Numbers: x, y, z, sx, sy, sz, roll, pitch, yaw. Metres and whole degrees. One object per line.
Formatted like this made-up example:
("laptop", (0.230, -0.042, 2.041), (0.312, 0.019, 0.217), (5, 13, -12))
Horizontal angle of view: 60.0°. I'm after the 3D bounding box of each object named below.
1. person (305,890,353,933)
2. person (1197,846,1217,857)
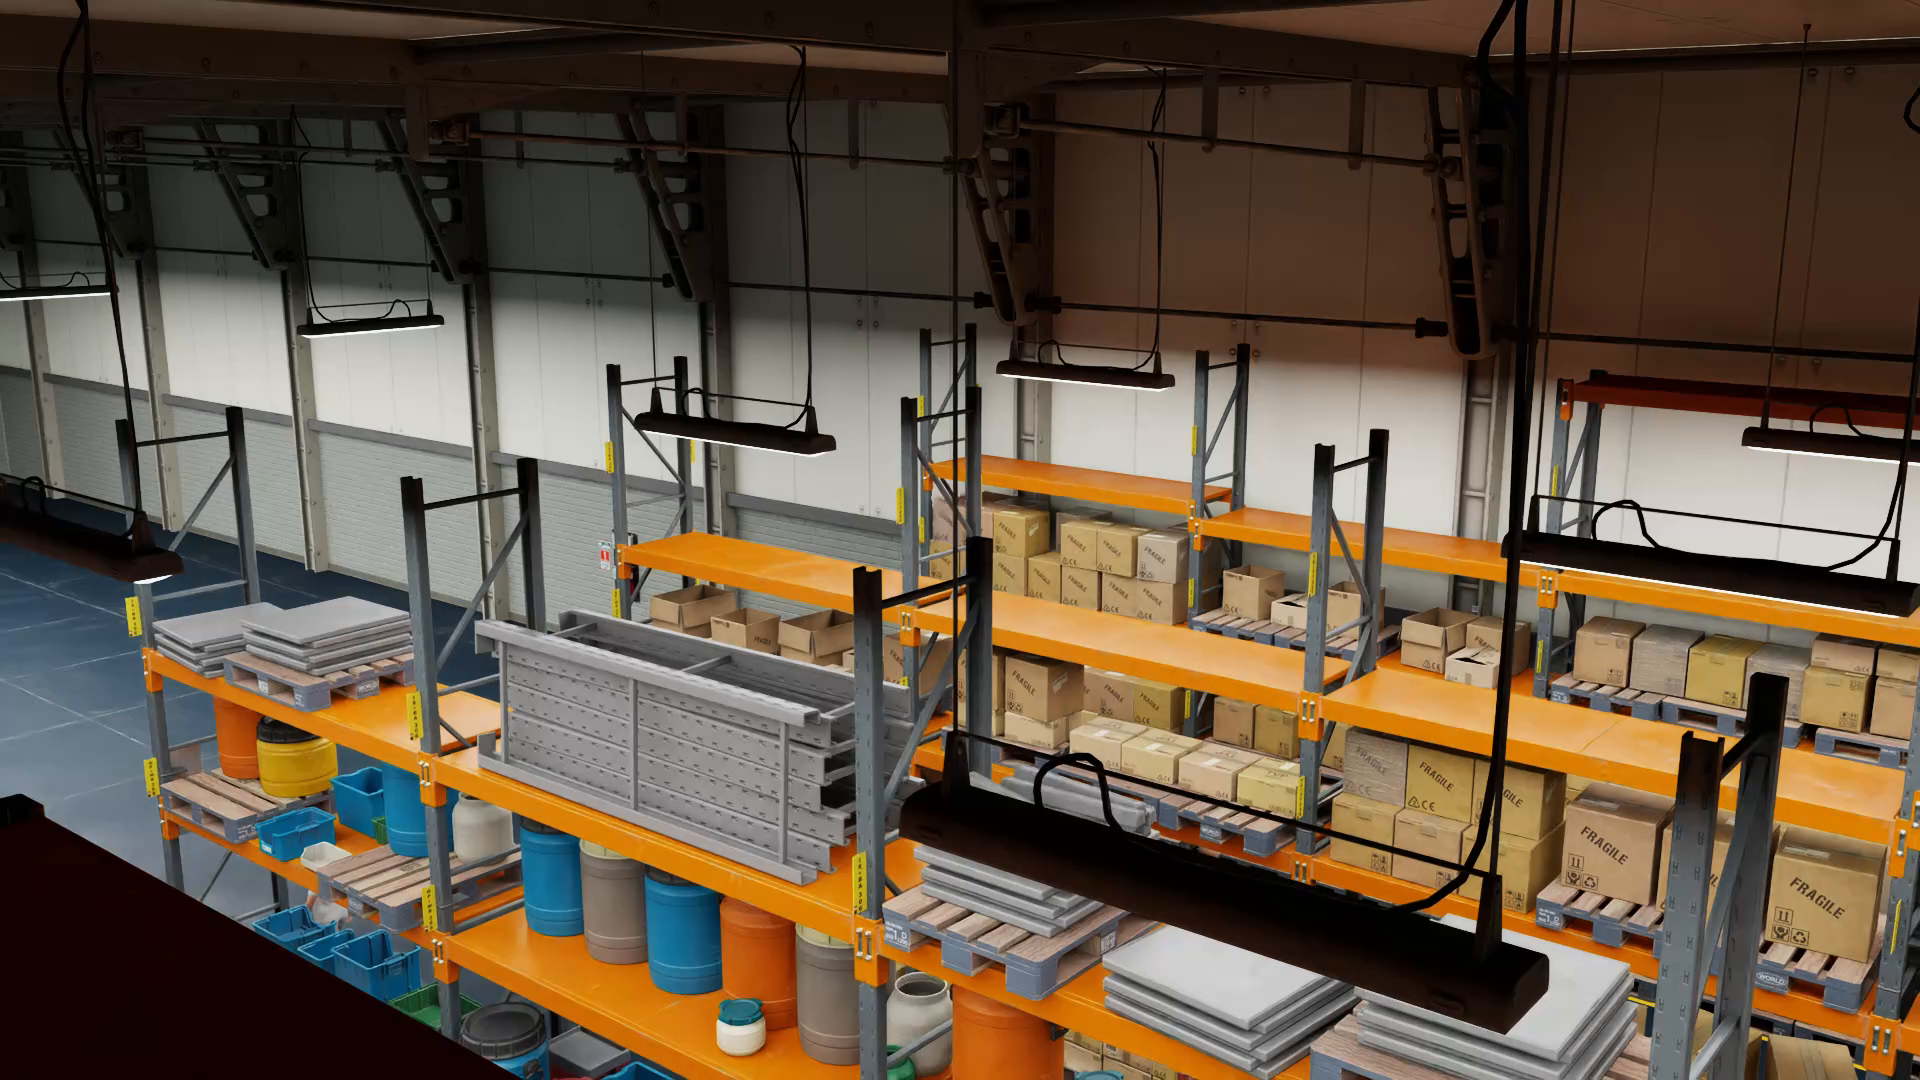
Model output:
("person", (-6.152, 3.693, 16.173), (0.581, 1.701, 0.490), (5, 14, 23))
("person", (2.464, 3.771, 16.024), (0.696, 1.556, 0.721), (-11, 17, -40))
